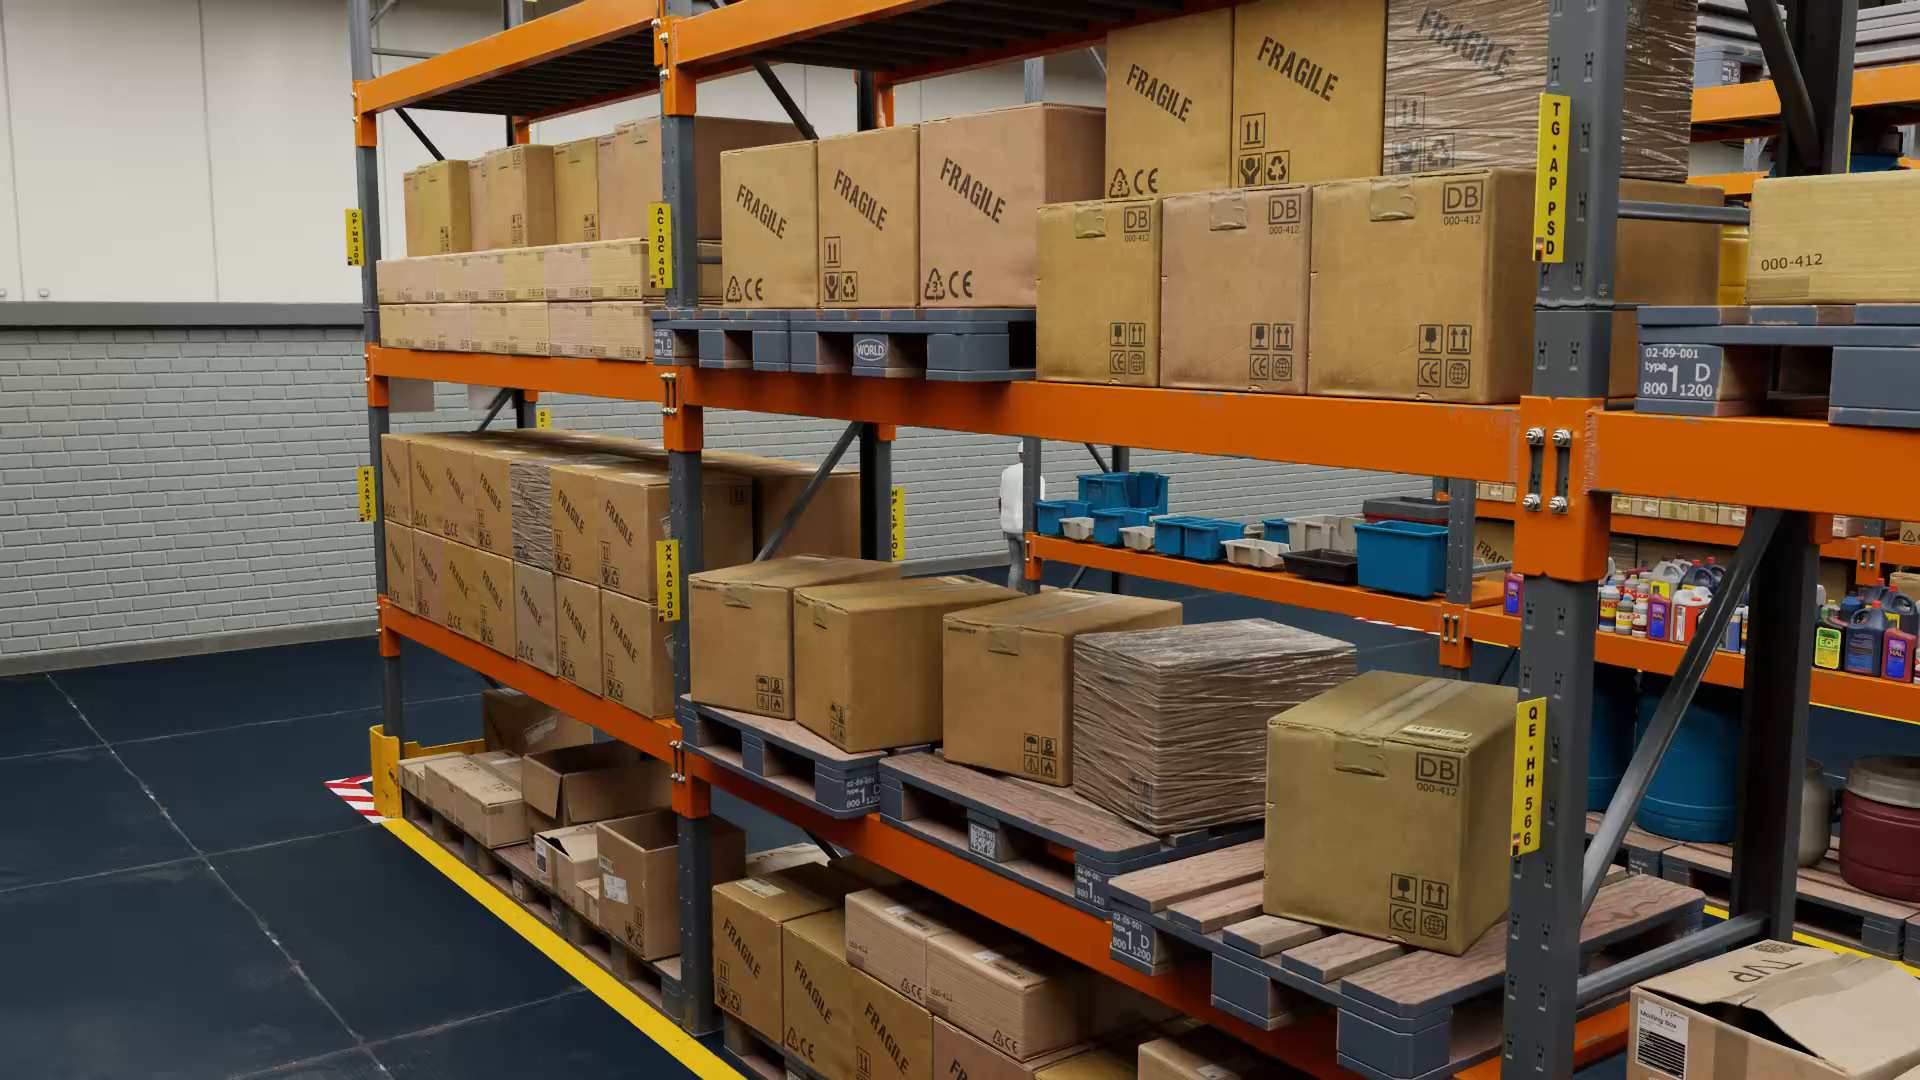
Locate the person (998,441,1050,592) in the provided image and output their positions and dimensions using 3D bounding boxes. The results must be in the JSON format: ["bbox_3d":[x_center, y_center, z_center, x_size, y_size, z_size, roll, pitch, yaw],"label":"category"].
[{"bbox_3d":[0.649,-0.121,16.634,0.462,1.759,0.633,-6,10,-39],"label":"person"}]
